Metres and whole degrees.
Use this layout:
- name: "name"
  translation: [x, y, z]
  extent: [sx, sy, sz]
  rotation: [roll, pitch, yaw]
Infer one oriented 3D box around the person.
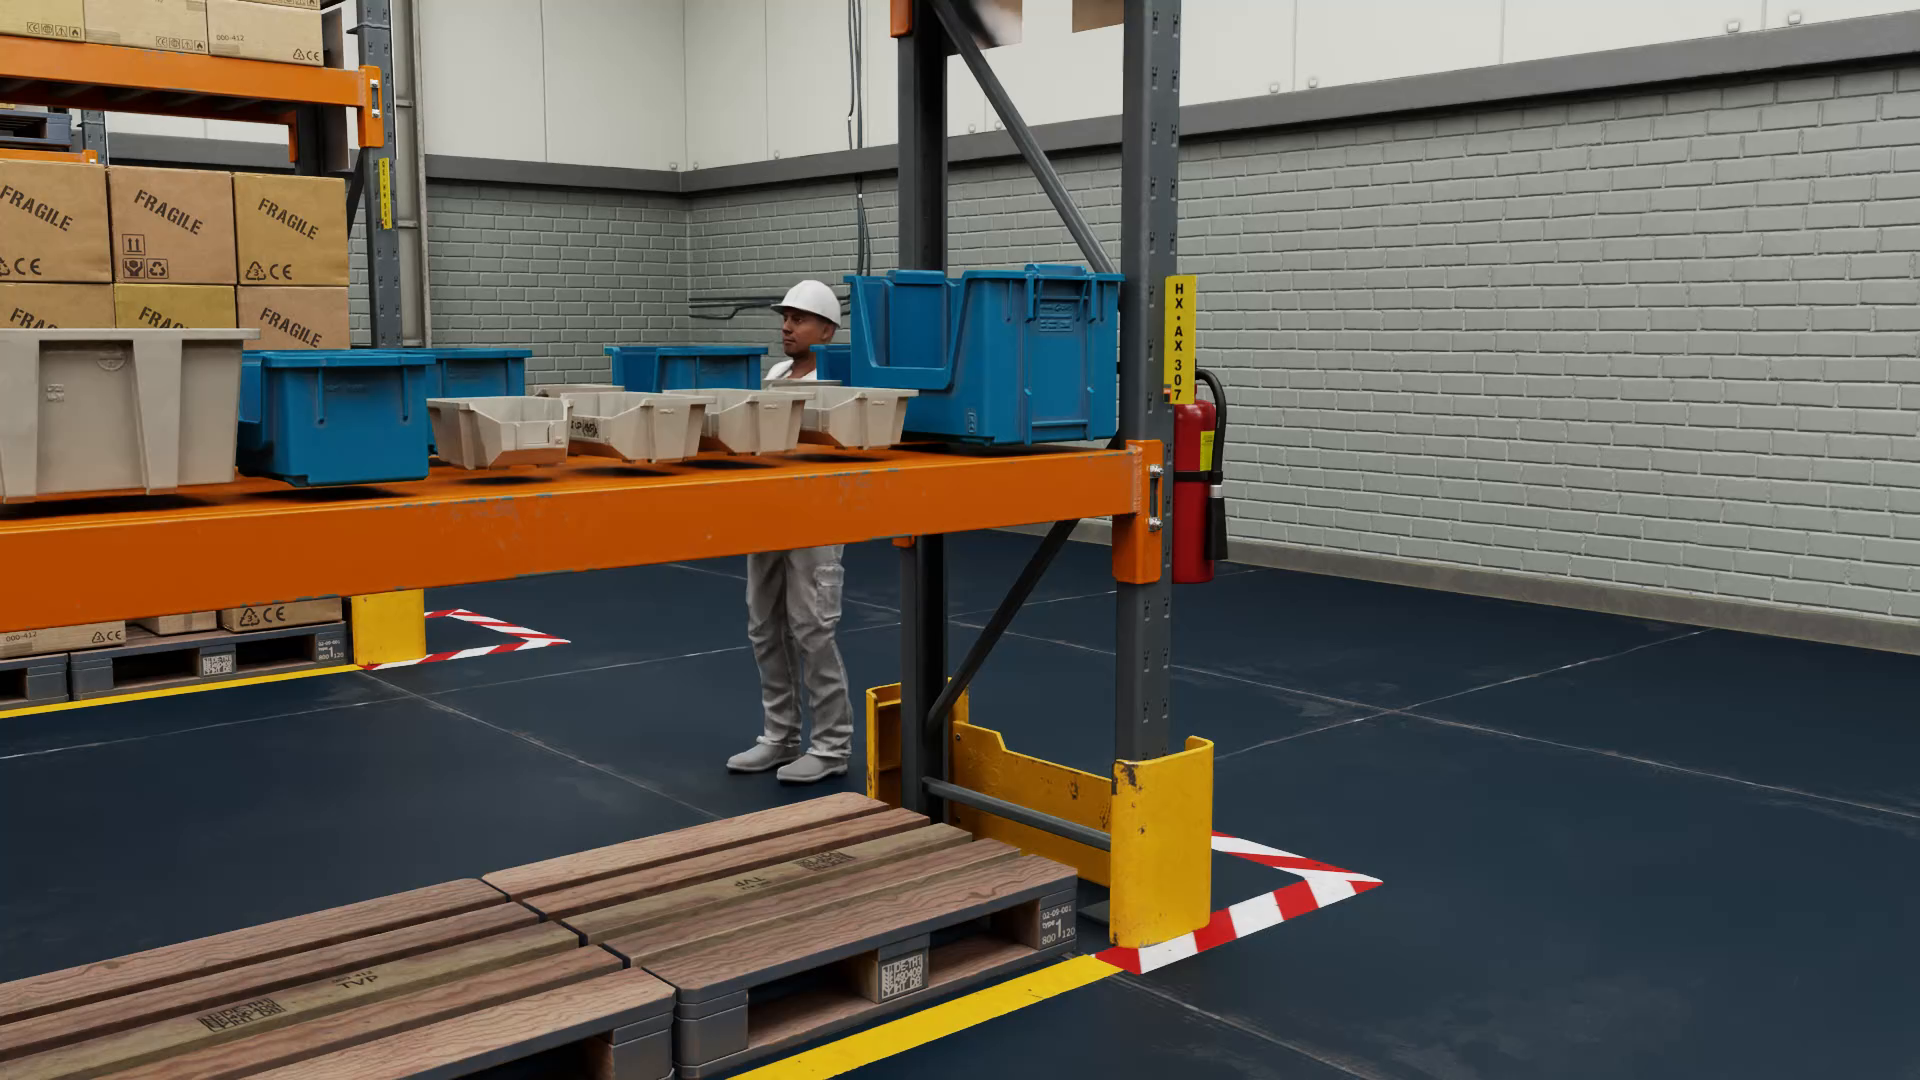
- name: "person"
  translation: [-0.645, -0.029, 5.939]
  extent: [0.569, 1.779, 0.488]
  rotation: [-6, 10, -40]
